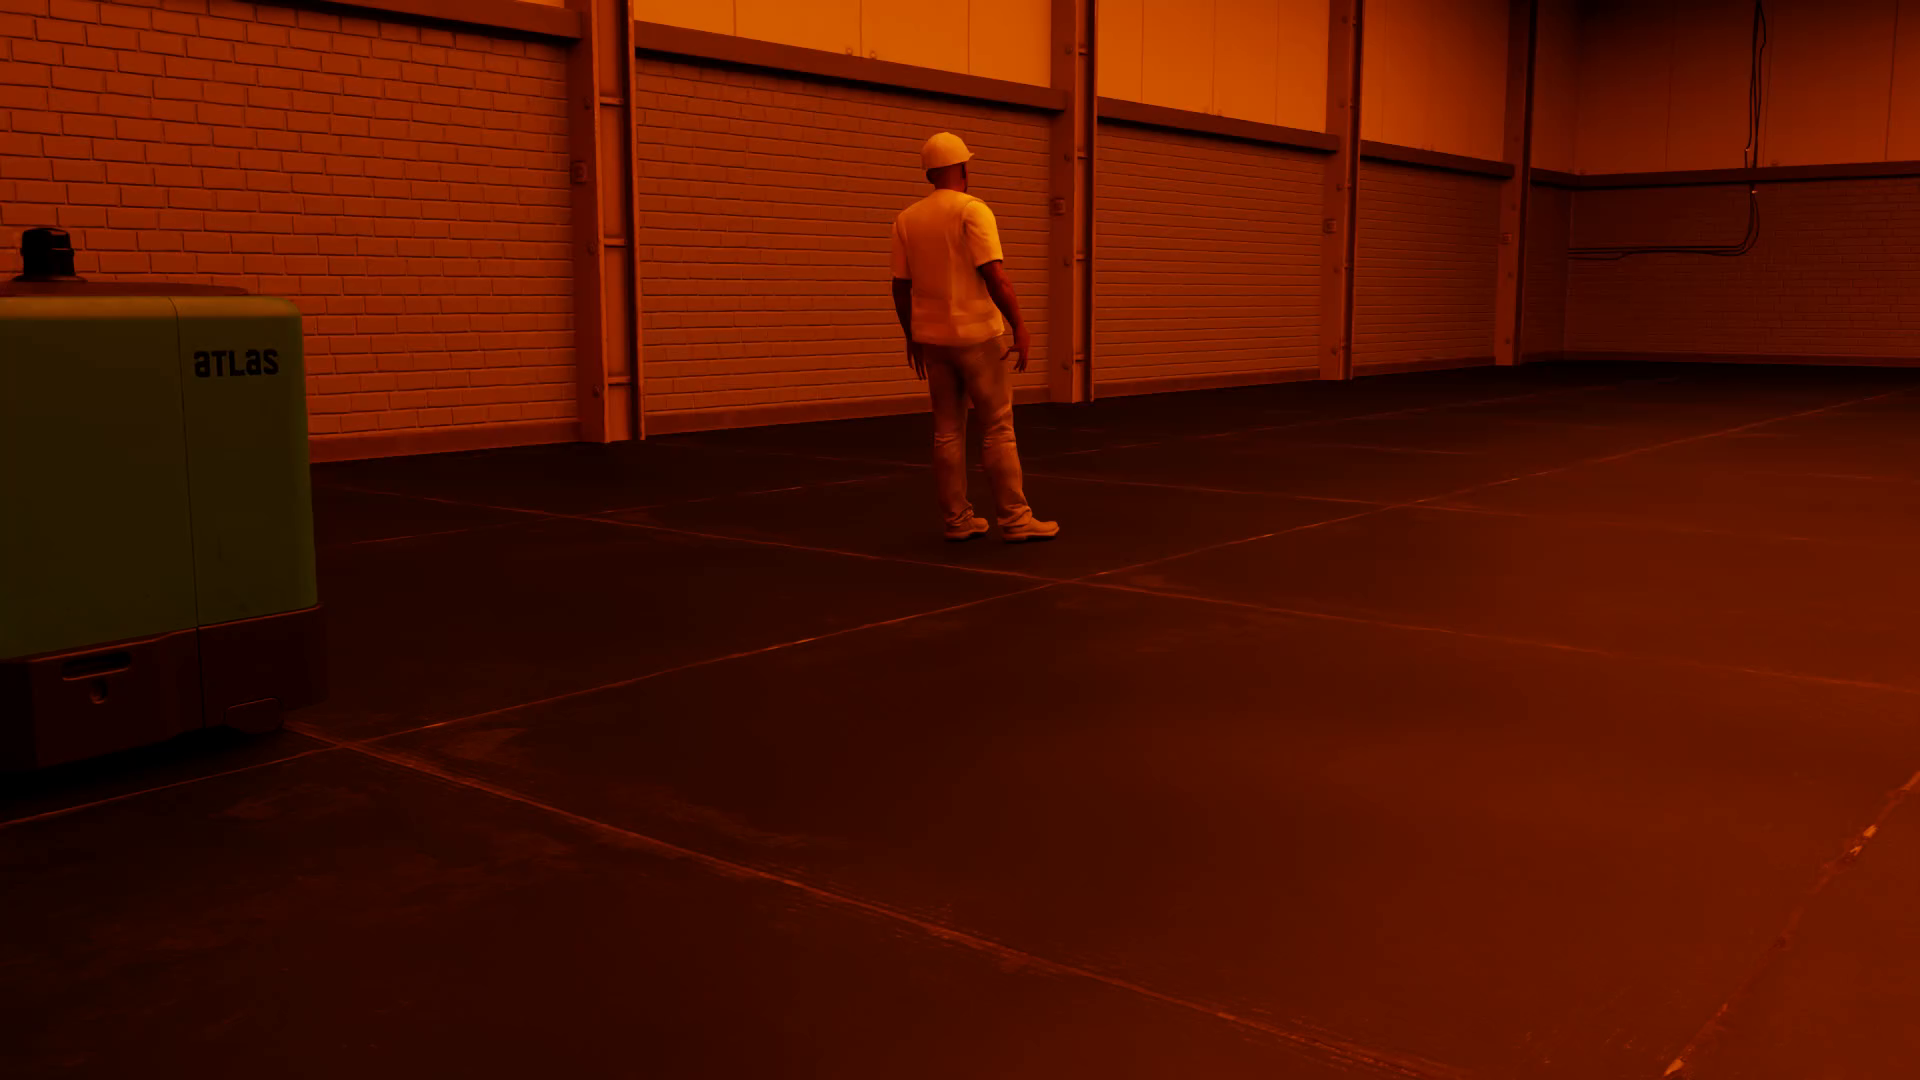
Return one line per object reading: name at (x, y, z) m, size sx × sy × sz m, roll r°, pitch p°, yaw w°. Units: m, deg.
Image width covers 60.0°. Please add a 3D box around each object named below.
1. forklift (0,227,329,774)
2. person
forklift at (-2.857, -0.848, 3.078) m, size 1.130 × 2.935 × 3.031 m, roll 6°, pitch 10°, yaw 35°
person at (0.049, -0.888, 7.325) m, size 0.665 × 1.765 × 0.577 m, roll 7°, pitch 11°, yaw 38°
